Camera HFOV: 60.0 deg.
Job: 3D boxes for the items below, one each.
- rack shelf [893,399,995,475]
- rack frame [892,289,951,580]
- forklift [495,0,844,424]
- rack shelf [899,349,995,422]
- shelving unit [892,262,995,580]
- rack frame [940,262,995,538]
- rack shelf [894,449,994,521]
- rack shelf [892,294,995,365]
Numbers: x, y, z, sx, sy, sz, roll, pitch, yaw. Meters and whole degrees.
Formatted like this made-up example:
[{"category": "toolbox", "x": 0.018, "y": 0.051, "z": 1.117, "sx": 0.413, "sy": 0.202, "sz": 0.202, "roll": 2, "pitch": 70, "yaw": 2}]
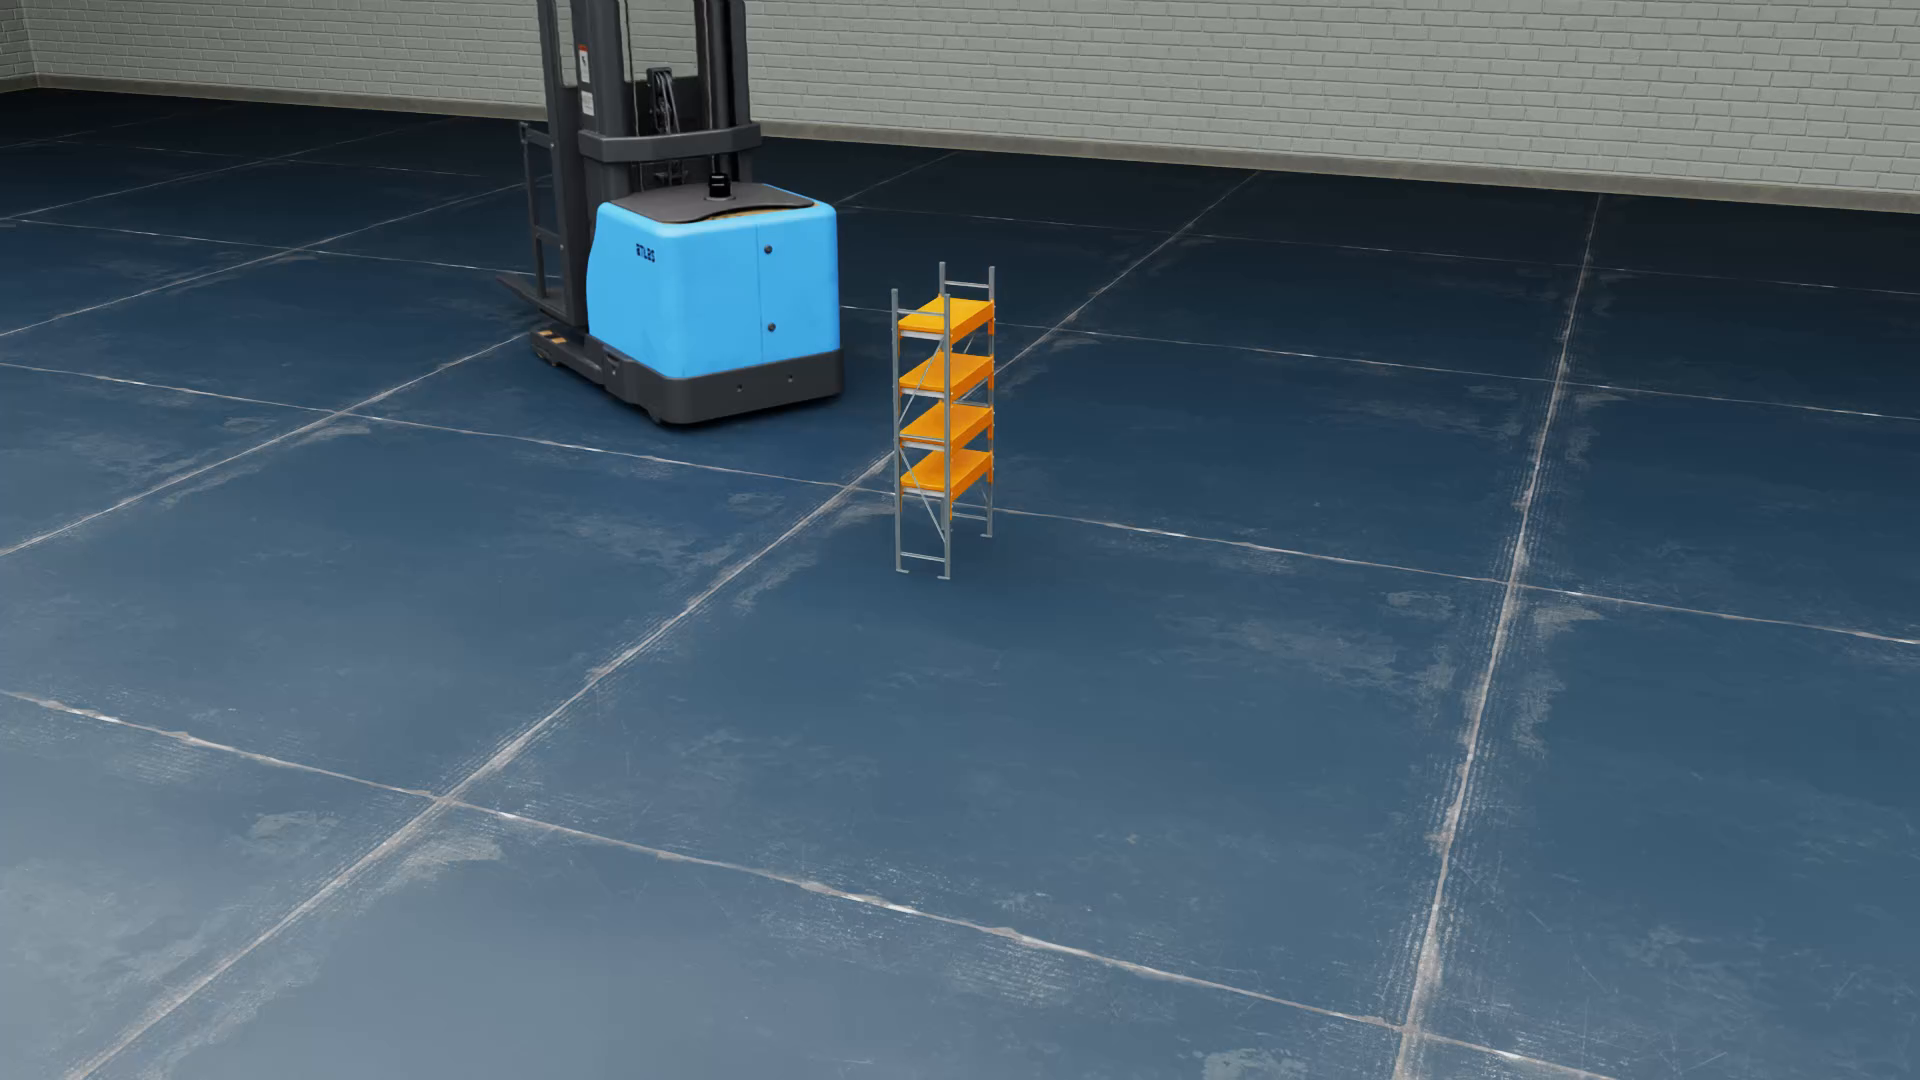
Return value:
[{"category": "rack shelf", "x": -0.061, "y": -0.432, "z": 6.903, "sx": 0.258, "sy": 0.148, "sz": 0.480, "roll": 9, "pitch": 24, "yaw": 20}, {"category": "rack frame", "x": -0.152, "y": -0.407, "z": 6.668, "sx": 0.240, "sy": 1.200, "sz": 0.015, "roll": 9, "pitch": 24, "yaw": 20}, {"category": "forklift", "x": -1.877, "y": -2.455, "z": 9.325, "sx": 1.130, "sy": 2.935, "sz": 3.031, "roll": -15, "pitch": 27, "yaw": -32}, {"category": "rack shelf", "x": -0.061, "y": -0.639, "z": 6.817, "sx": 0.258, "sy": 0.148, "sz": 0.480, "roll": 9, "pitch": 24, "yaw": 20}, {"category": "shelving unit", "x": -0.061, "y": -0.494, "z": 6.877, "sx": 0.258, "sy": 1.200, "sz": 0.503, "roll": 9, "pitch": 24, "yaw": 20}, {"category": "rack frame", "x": 0.029, "y": -0.582, "z": 7.086, "sx": 0.240, "sy": 1.200, "sz": 0.015, "roll": 9, "pitch": 24, "yaw": 20}, {"category": "rack shelf", "x": -0.061, "y": -0.249, "z": 6.979, "sx": 0.258, "sy": 0.148, "sz": 0.480, "roll": 9, "pitch": 24, "yaw": 20}, {"category": "rack shelf", "x": -0.062, "y": -0.857, "z": 6.725, "sx": 0.258, "sy": 0.148, "sz": 0.480, "roll": 9, "pitch": 24, "yaw": 20}]
